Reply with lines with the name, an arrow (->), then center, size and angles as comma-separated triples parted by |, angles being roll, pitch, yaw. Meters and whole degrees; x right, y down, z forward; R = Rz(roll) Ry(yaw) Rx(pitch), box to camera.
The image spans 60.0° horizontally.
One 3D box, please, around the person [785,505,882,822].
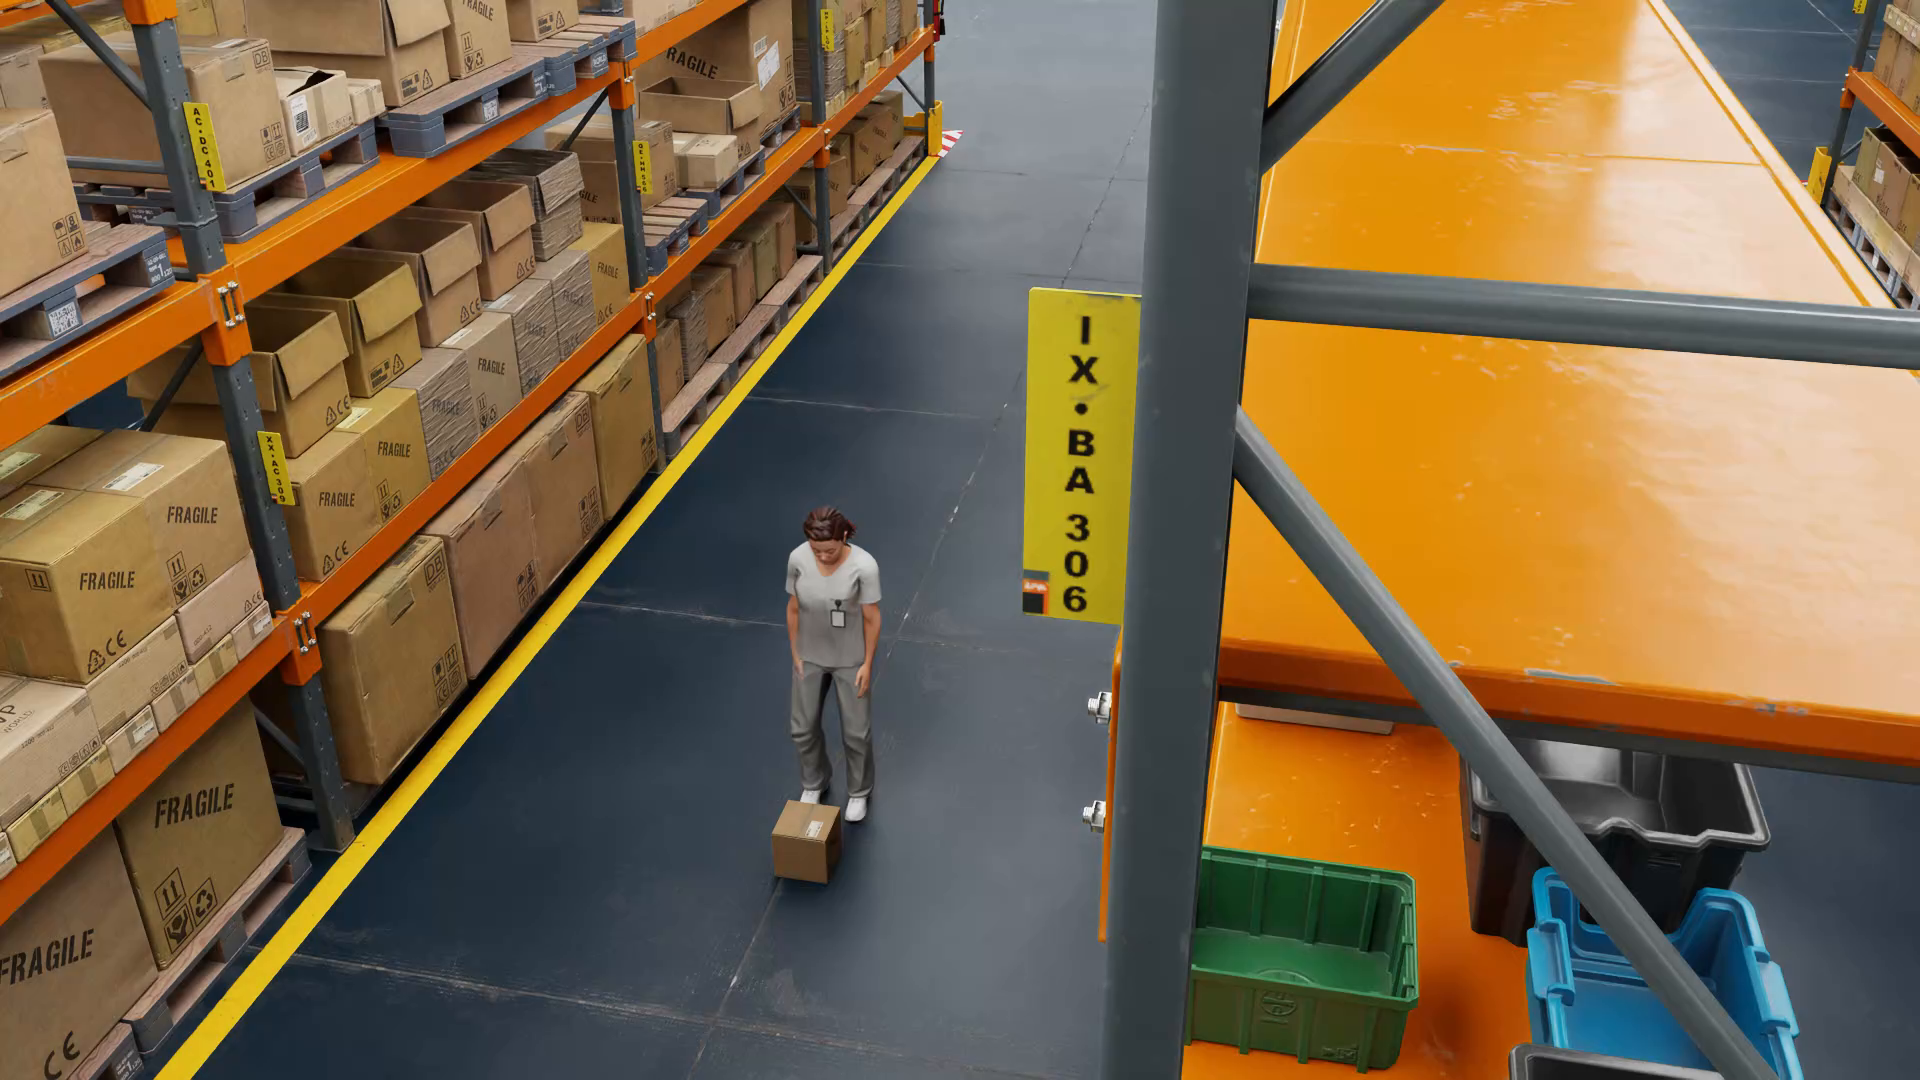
person -> -0.574, 0.550, 7.652 | 0.453, 1.652, 0.351 | 7, 30, 12
